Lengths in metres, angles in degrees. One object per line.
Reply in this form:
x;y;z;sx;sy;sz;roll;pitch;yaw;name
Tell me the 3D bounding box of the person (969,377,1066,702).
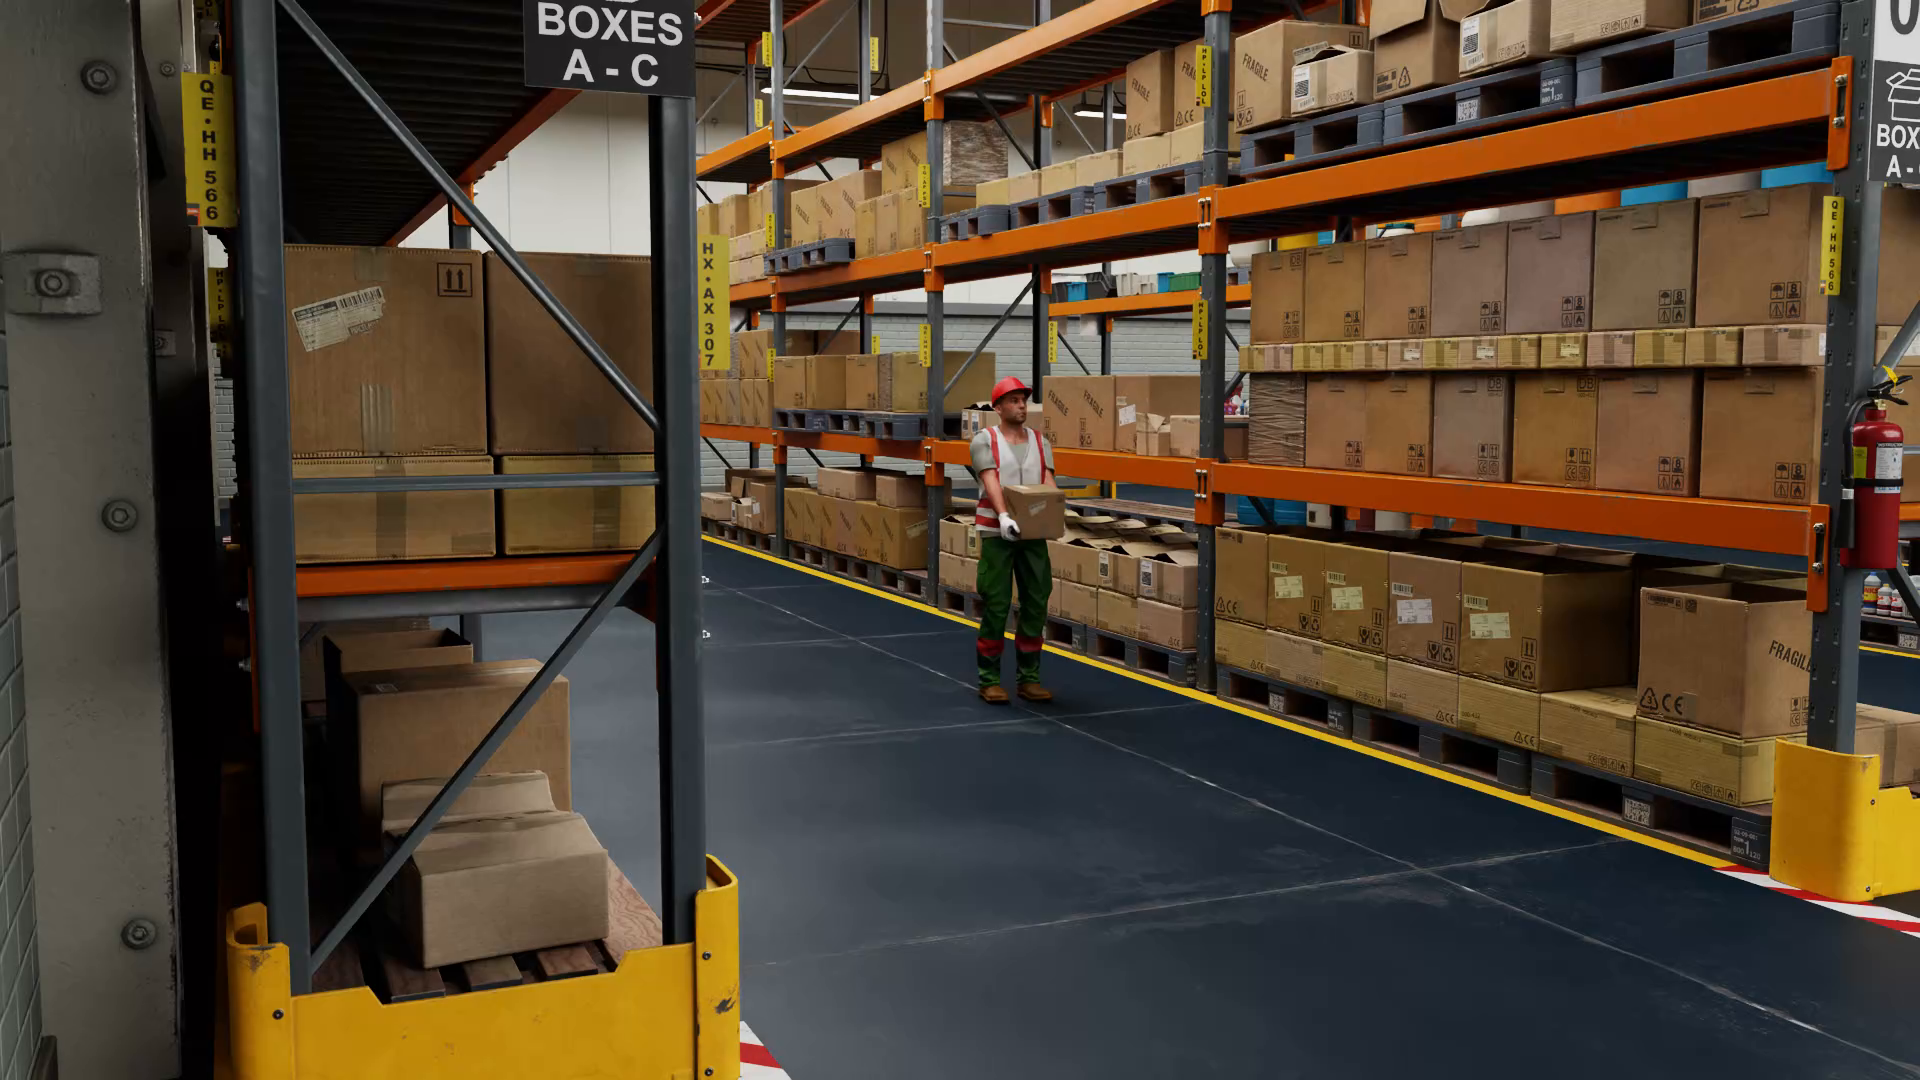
0.335;0.000;9.107;0.494;1.782;0.564;-2;6;-24;person
